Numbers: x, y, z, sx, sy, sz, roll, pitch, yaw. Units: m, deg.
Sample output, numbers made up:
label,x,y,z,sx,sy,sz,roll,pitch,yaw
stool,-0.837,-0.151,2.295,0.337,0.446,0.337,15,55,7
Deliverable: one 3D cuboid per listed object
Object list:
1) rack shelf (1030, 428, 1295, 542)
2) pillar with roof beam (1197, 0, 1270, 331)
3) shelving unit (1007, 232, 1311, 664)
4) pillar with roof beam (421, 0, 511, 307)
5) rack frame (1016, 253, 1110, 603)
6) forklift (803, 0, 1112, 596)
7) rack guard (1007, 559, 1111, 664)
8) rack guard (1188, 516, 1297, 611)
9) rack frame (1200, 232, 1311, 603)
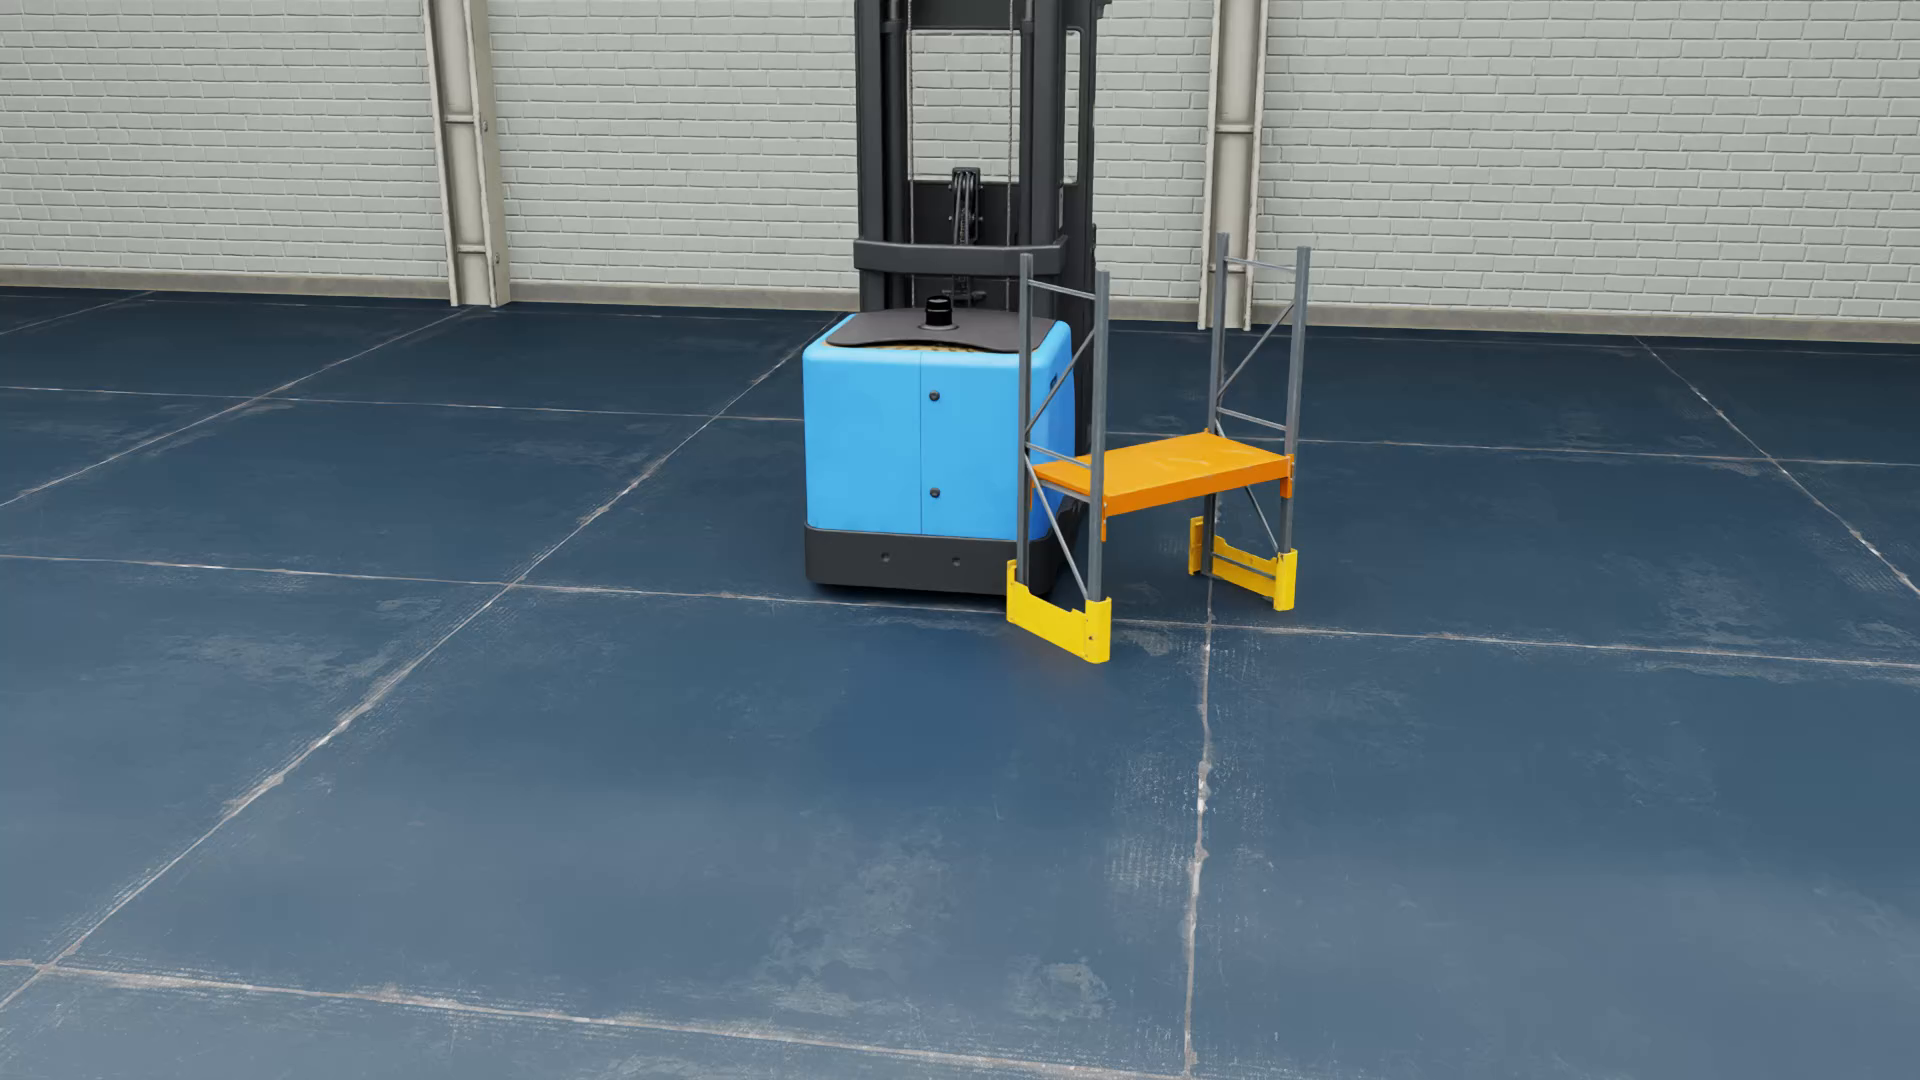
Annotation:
label,x,y,z,sx,sy,sz,roll,pitch,yaw
rack shelf,0.801,-0.237,6.716,1.000,0.185,0.538,-12,22,-33
pillar with roof beam,1.334,-4.552,7.226,0.400,9.000,9.100,3,19,9
shelving unit,0.794,-0.406,6.654,1.083,1.500,0.587,-12,22,-33
pillar with roof beam,-4.590,-4.854,8.129,0.400,9.000,9.100,3,19,9
rack frame,0.383,-0.316,6.384,0.032,1.500,0.500,-12,22,-33
forklift,0.113,-1.584,7.919,1.130,2.935,3.031,3,19,10
rack guard,0.384,0.276,6.583,0.087,0.250,0.587,-12,22,-33
rack guard,1.203,0.096,7.121,0.087,0.250,0.587,-12,22,-33
rack frame,1.219,-0.500,6.934,0.032,1.500,0.500,-12,22,-33
